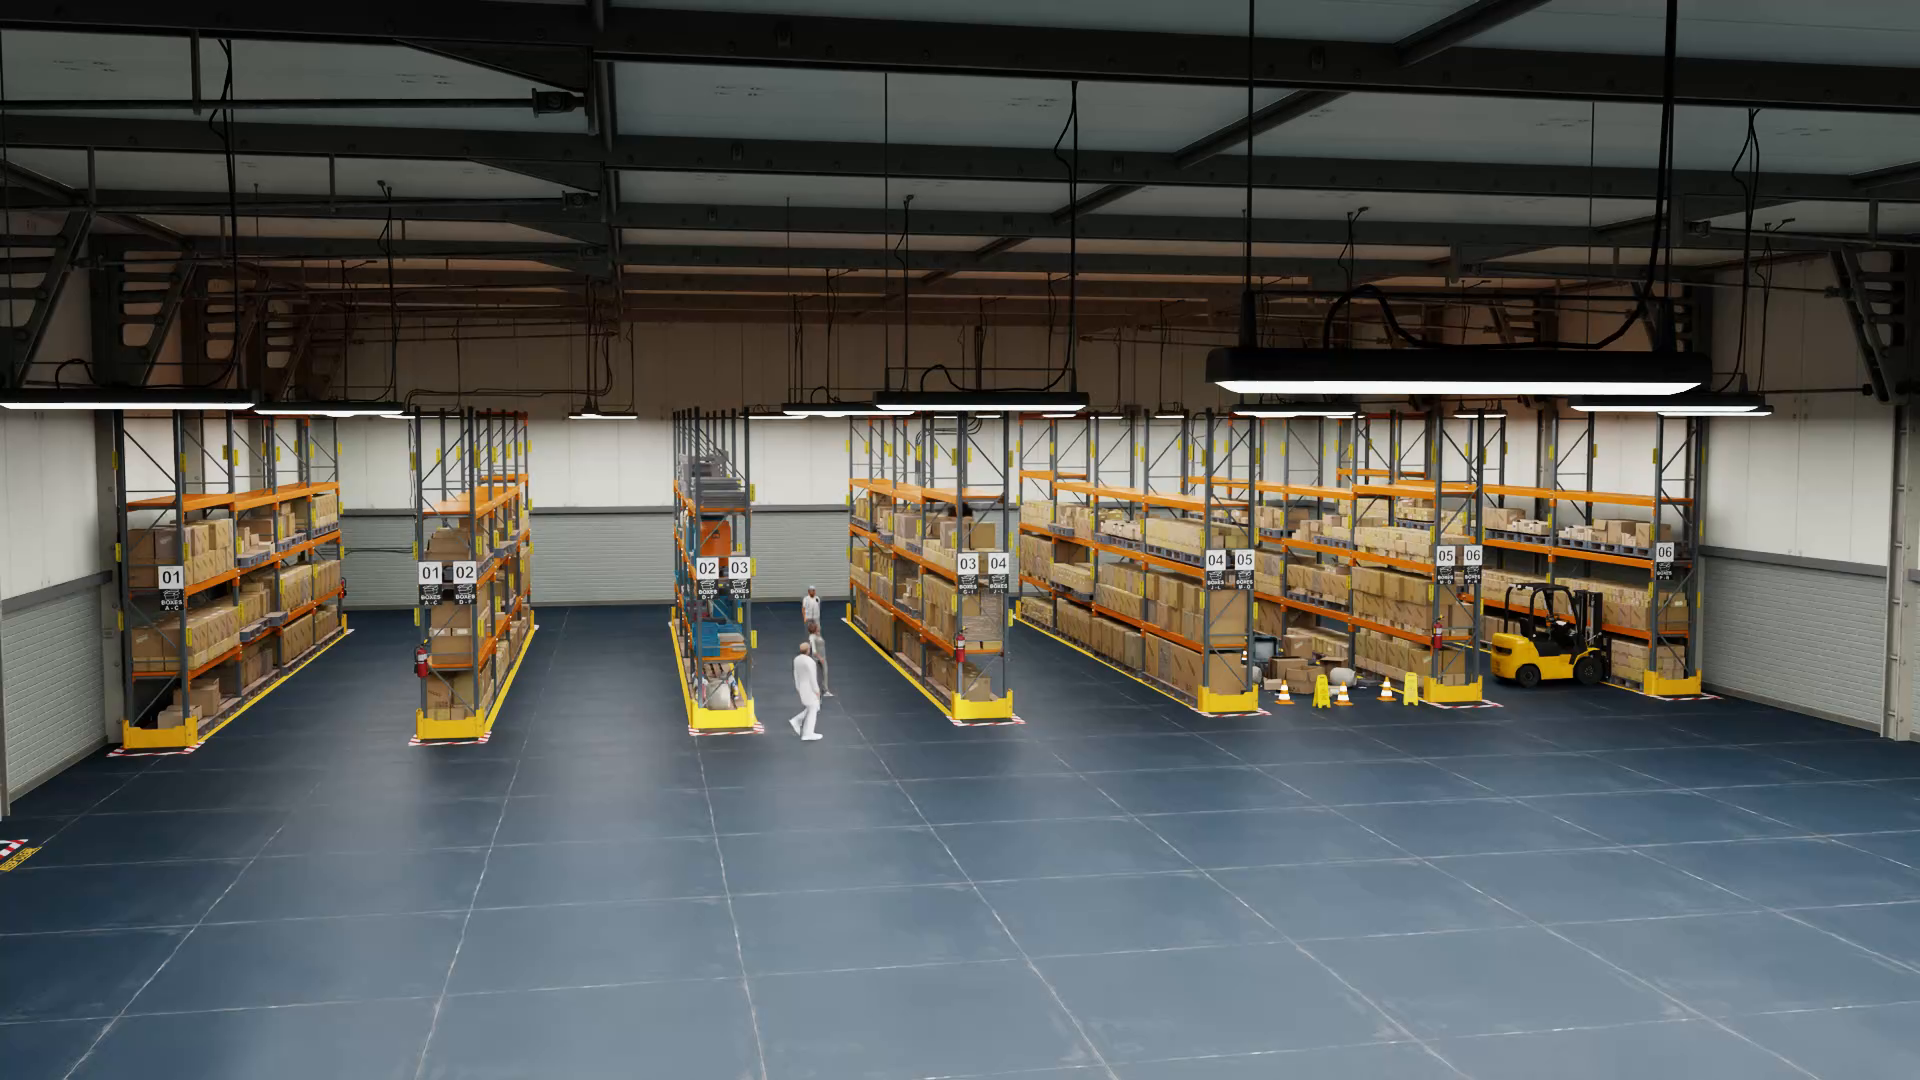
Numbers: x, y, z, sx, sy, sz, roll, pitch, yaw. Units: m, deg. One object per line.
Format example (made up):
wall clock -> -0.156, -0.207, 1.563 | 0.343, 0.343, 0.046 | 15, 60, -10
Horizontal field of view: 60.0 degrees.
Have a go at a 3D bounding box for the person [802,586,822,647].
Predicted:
person -> -3.706, 1.959, 41.609 | 0.489, 1.620, 0.938 | 0, 4, -7

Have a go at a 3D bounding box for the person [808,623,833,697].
person -> -2.971, 2.496, 34.664 | 0.387, 1.524, 0.908 | -3, 5, -33

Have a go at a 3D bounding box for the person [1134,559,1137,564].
person -> 5.067, 1.363, 48.888 | 0.496, 1.820, 0.593 | -3, 5, -32

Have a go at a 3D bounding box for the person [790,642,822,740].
person -> -2.758, 2.703, 29.814 | 0.573, 1.756, 0.593 | -1, 4, -11
